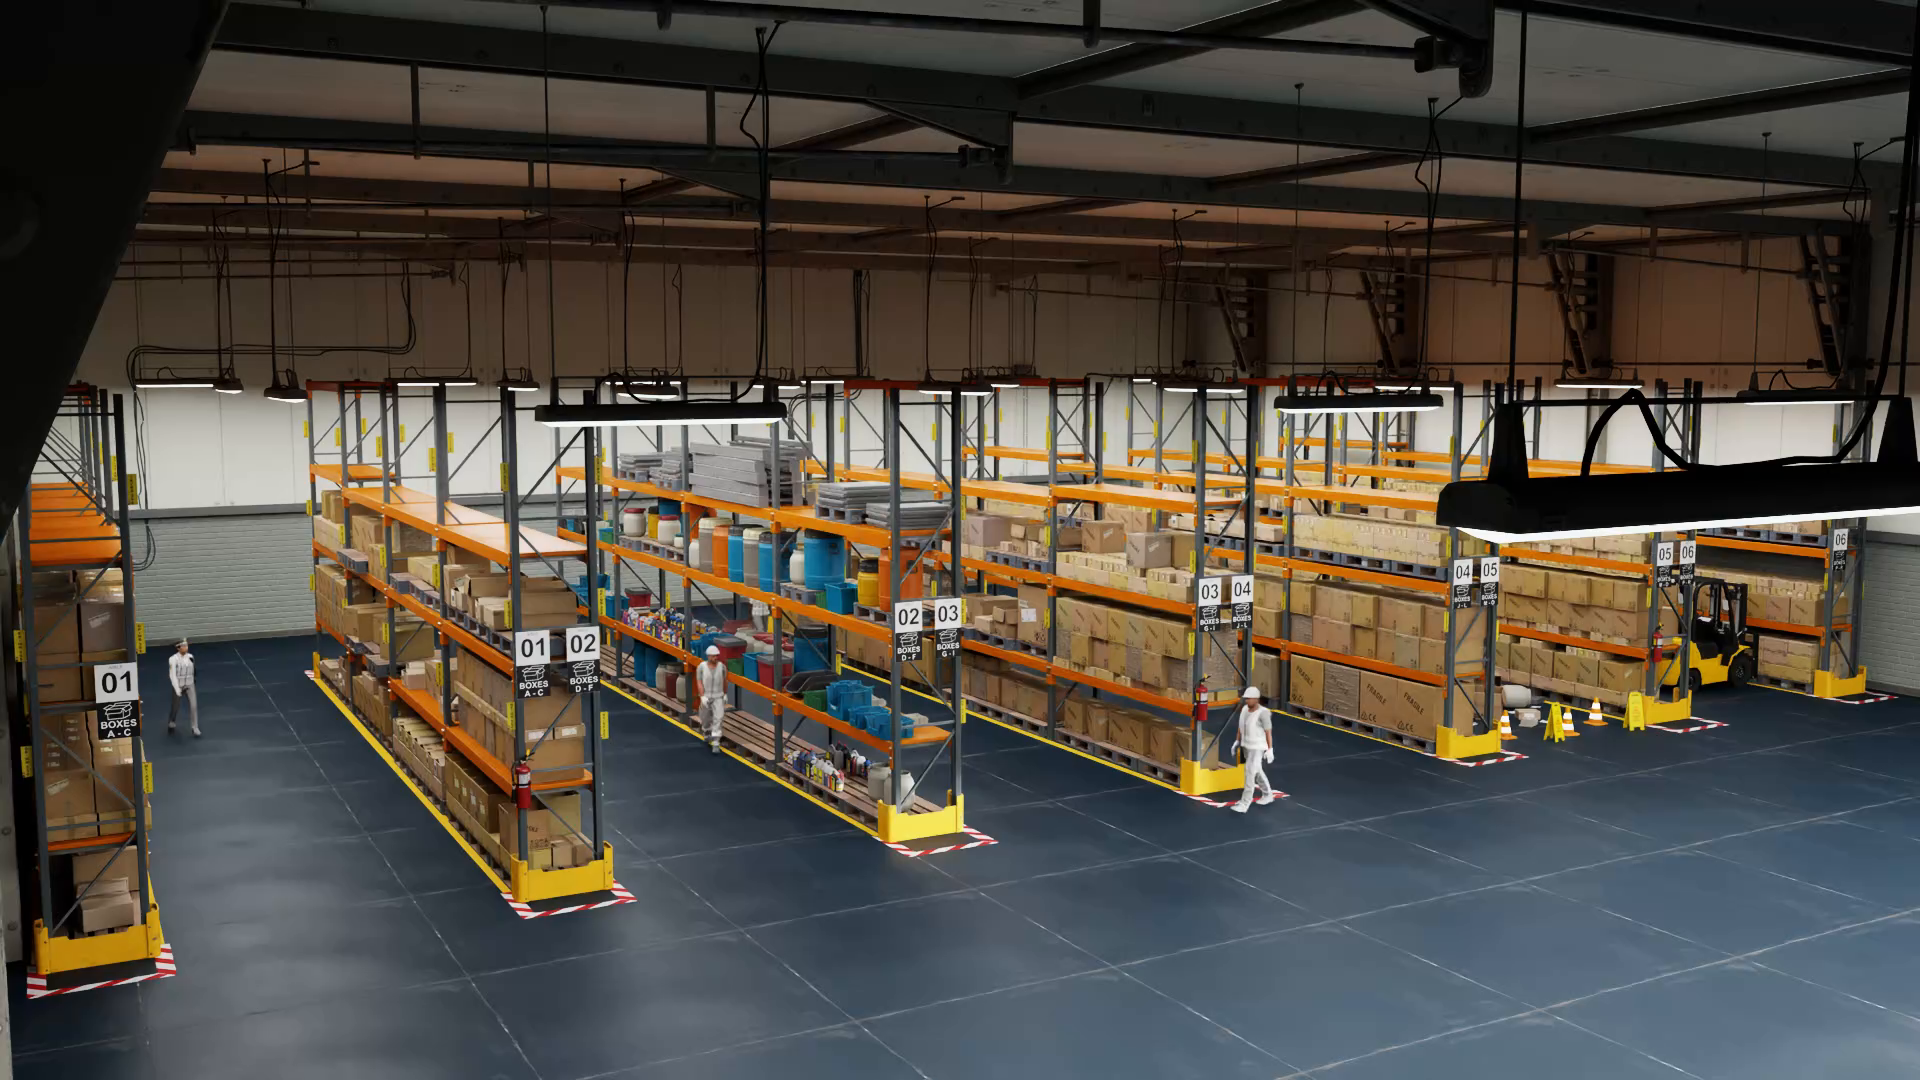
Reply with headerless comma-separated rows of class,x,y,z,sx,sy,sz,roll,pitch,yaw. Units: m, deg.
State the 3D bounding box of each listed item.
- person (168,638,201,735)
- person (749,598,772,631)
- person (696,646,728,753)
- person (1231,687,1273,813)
person,-13.277,2.476,28.376,0.432,1.641,0.989,-5,8,-39
person,-4.357,1.629,36.439,0.489,1.629,1.033,-4,7,-31
person,-4.051,2.580,27.206,0.525,1.716,1.092,-1,6,-12
person,4.129,2.954,23.613,0.879,1.766,0.553,-2,7,-22
